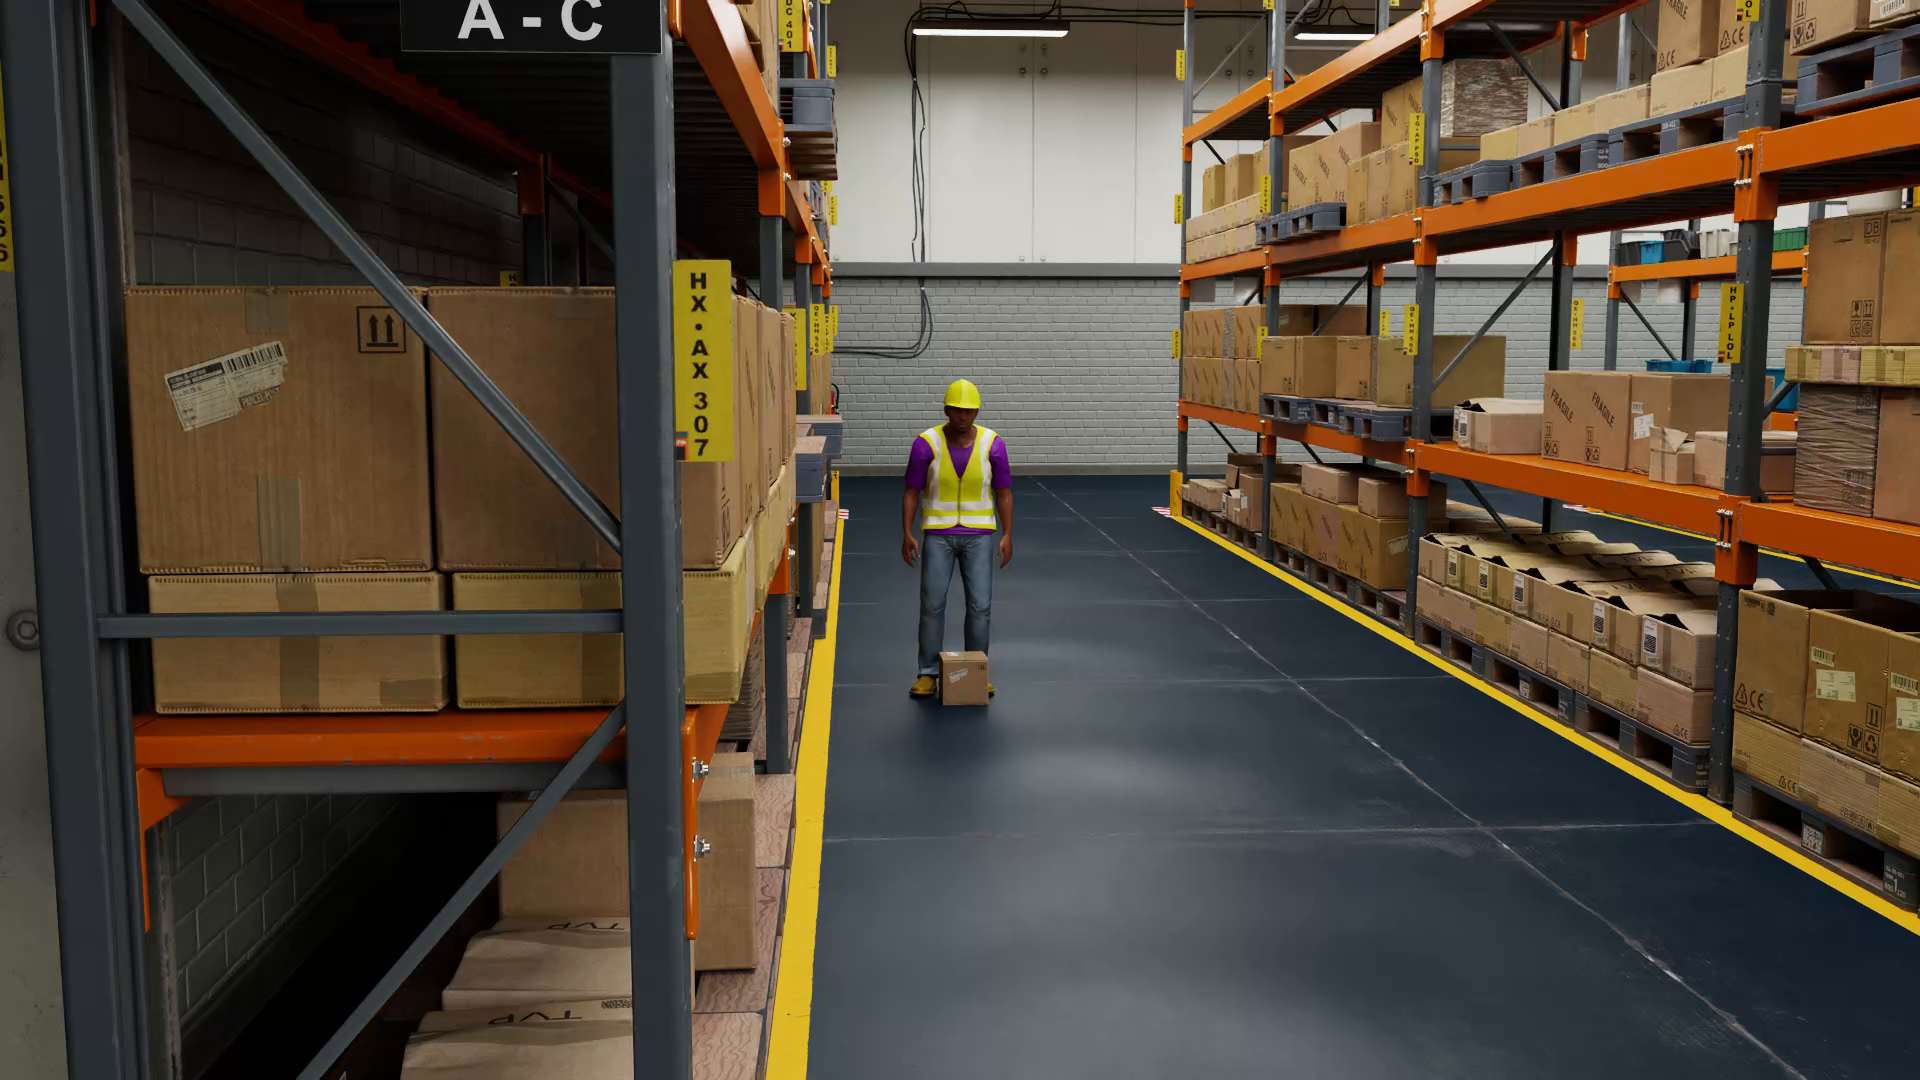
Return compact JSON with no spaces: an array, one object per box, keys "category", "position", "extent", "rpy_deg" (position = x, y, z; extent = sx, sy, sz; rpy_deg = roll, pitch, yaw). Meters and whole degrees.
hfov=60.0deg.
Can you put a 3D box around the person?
[{"category":"person","position":[-0.013,-0.015,9.292],"extent":[0.628,1.761,0.458],"rpy_deg":[0,7,-3]}]
